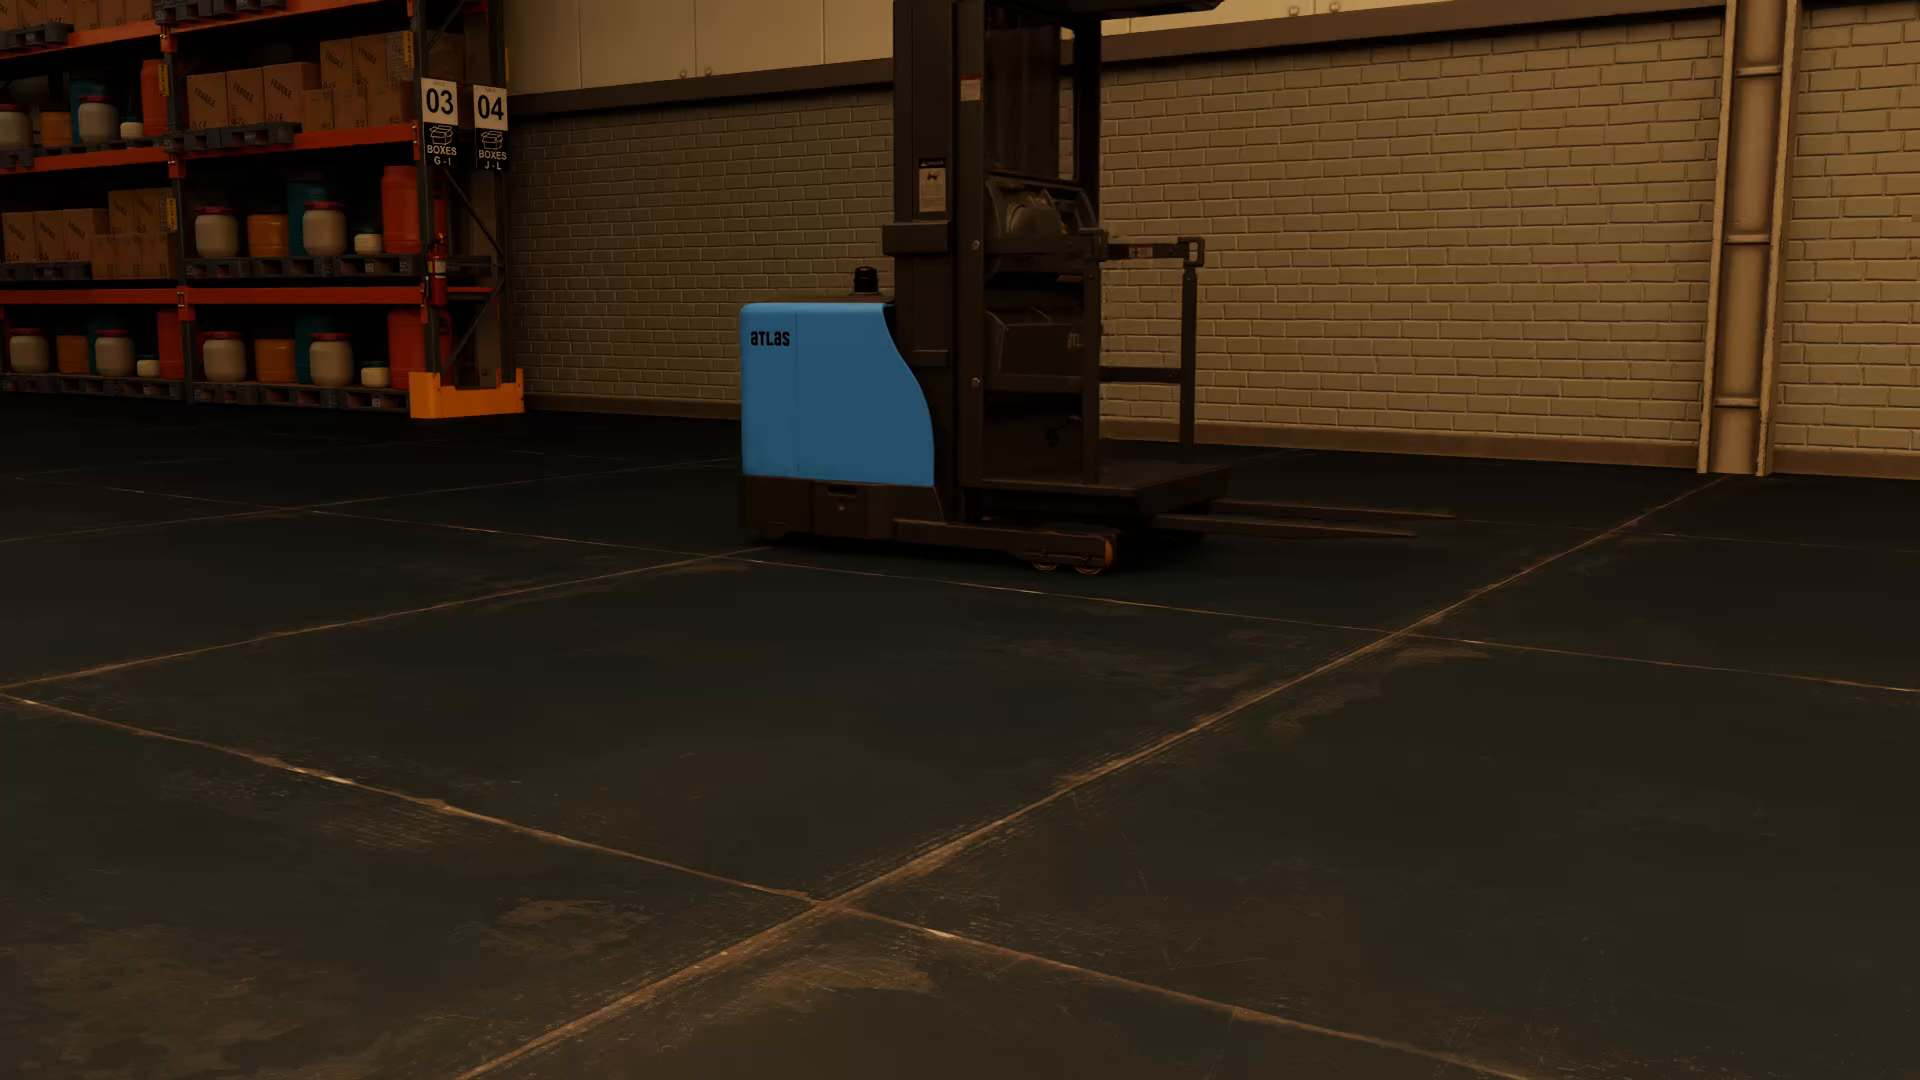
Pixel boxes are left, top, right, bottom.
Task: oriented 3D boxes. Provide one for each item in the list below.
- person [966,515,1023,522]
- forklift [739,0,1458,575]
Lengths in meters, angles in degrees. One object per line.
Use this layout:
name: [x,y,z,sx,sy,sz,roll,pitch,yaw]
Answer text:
person: [0.243,-0.961,8.323,0.566,1.697,0.508,-3,9,-18]
forklift: [0.536,-1.395,7.004,3.031,2.935,1.130,5,9,30]
